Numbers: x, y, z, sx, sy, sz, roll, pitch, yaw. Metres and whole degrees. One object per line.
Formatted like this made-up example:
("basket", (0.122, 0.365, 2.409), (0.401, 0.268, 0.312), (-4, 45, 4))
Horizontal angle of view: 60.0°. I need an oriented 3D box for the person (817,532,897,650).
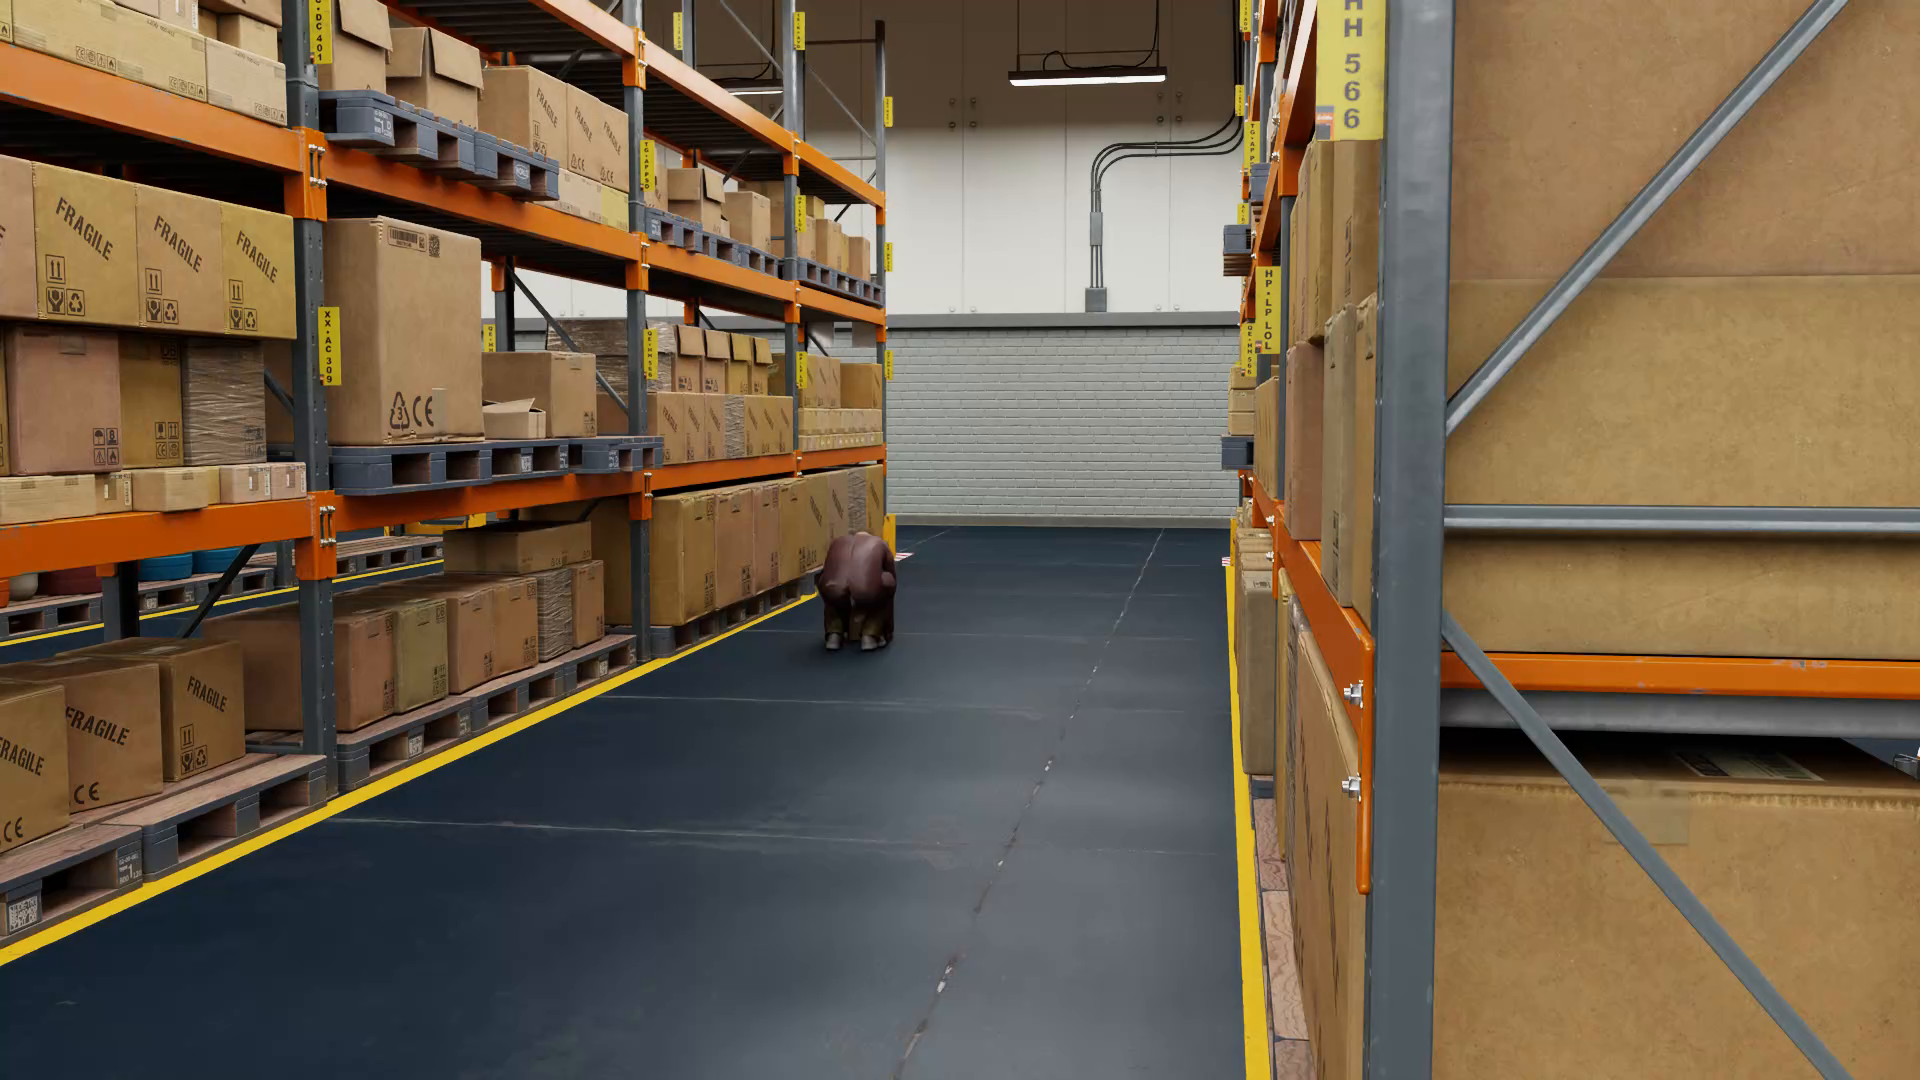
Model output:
("person", (-0.723, 0.373, 11.897), (0.577, 0.806, 0.945), (1, 4, 7))
